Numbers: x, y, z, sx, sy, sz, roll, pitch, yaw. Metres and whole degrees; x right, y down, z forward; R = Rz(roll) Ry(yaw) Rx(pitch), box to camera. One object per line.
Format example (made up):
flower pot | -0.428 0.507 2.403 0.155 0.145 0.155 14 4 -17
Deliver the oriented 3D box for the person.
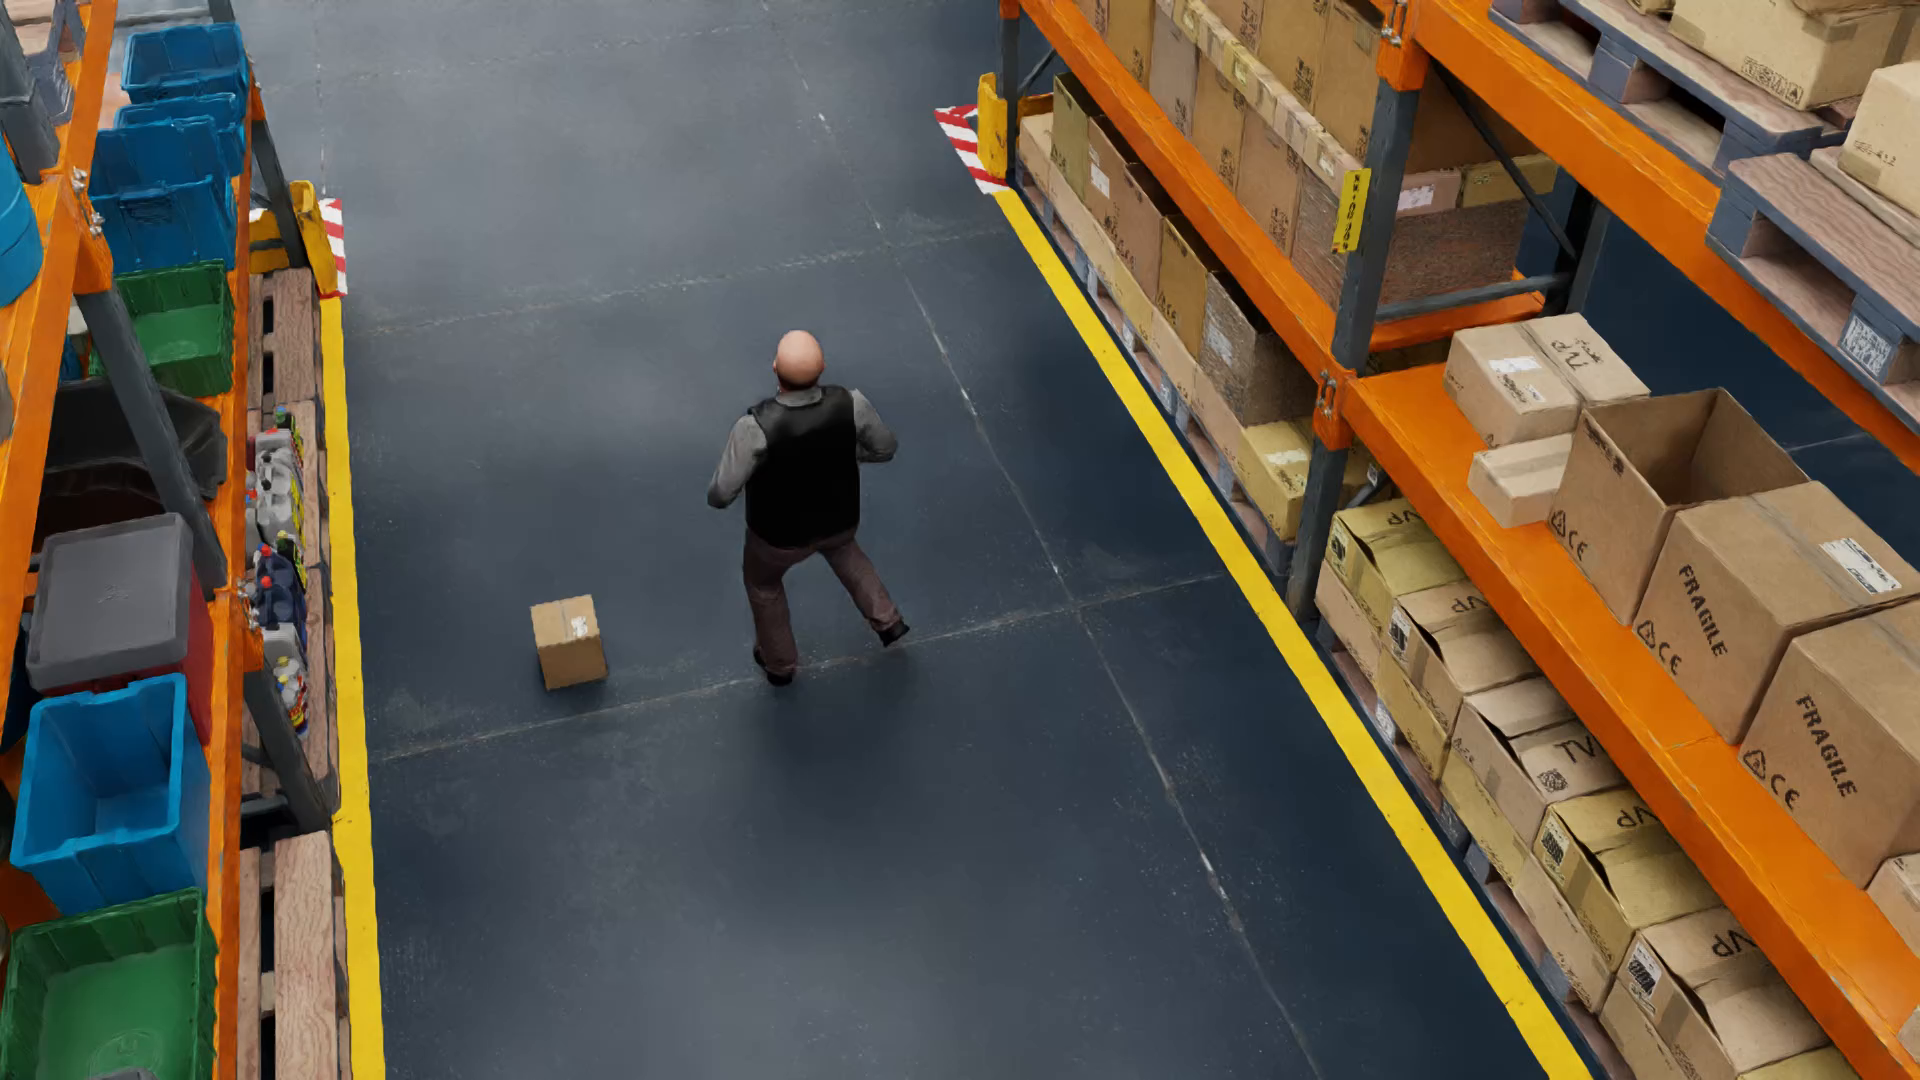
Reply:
person | -0.602 -0.108 6.326 0.773 1.692 0.491 -20 46 -21
